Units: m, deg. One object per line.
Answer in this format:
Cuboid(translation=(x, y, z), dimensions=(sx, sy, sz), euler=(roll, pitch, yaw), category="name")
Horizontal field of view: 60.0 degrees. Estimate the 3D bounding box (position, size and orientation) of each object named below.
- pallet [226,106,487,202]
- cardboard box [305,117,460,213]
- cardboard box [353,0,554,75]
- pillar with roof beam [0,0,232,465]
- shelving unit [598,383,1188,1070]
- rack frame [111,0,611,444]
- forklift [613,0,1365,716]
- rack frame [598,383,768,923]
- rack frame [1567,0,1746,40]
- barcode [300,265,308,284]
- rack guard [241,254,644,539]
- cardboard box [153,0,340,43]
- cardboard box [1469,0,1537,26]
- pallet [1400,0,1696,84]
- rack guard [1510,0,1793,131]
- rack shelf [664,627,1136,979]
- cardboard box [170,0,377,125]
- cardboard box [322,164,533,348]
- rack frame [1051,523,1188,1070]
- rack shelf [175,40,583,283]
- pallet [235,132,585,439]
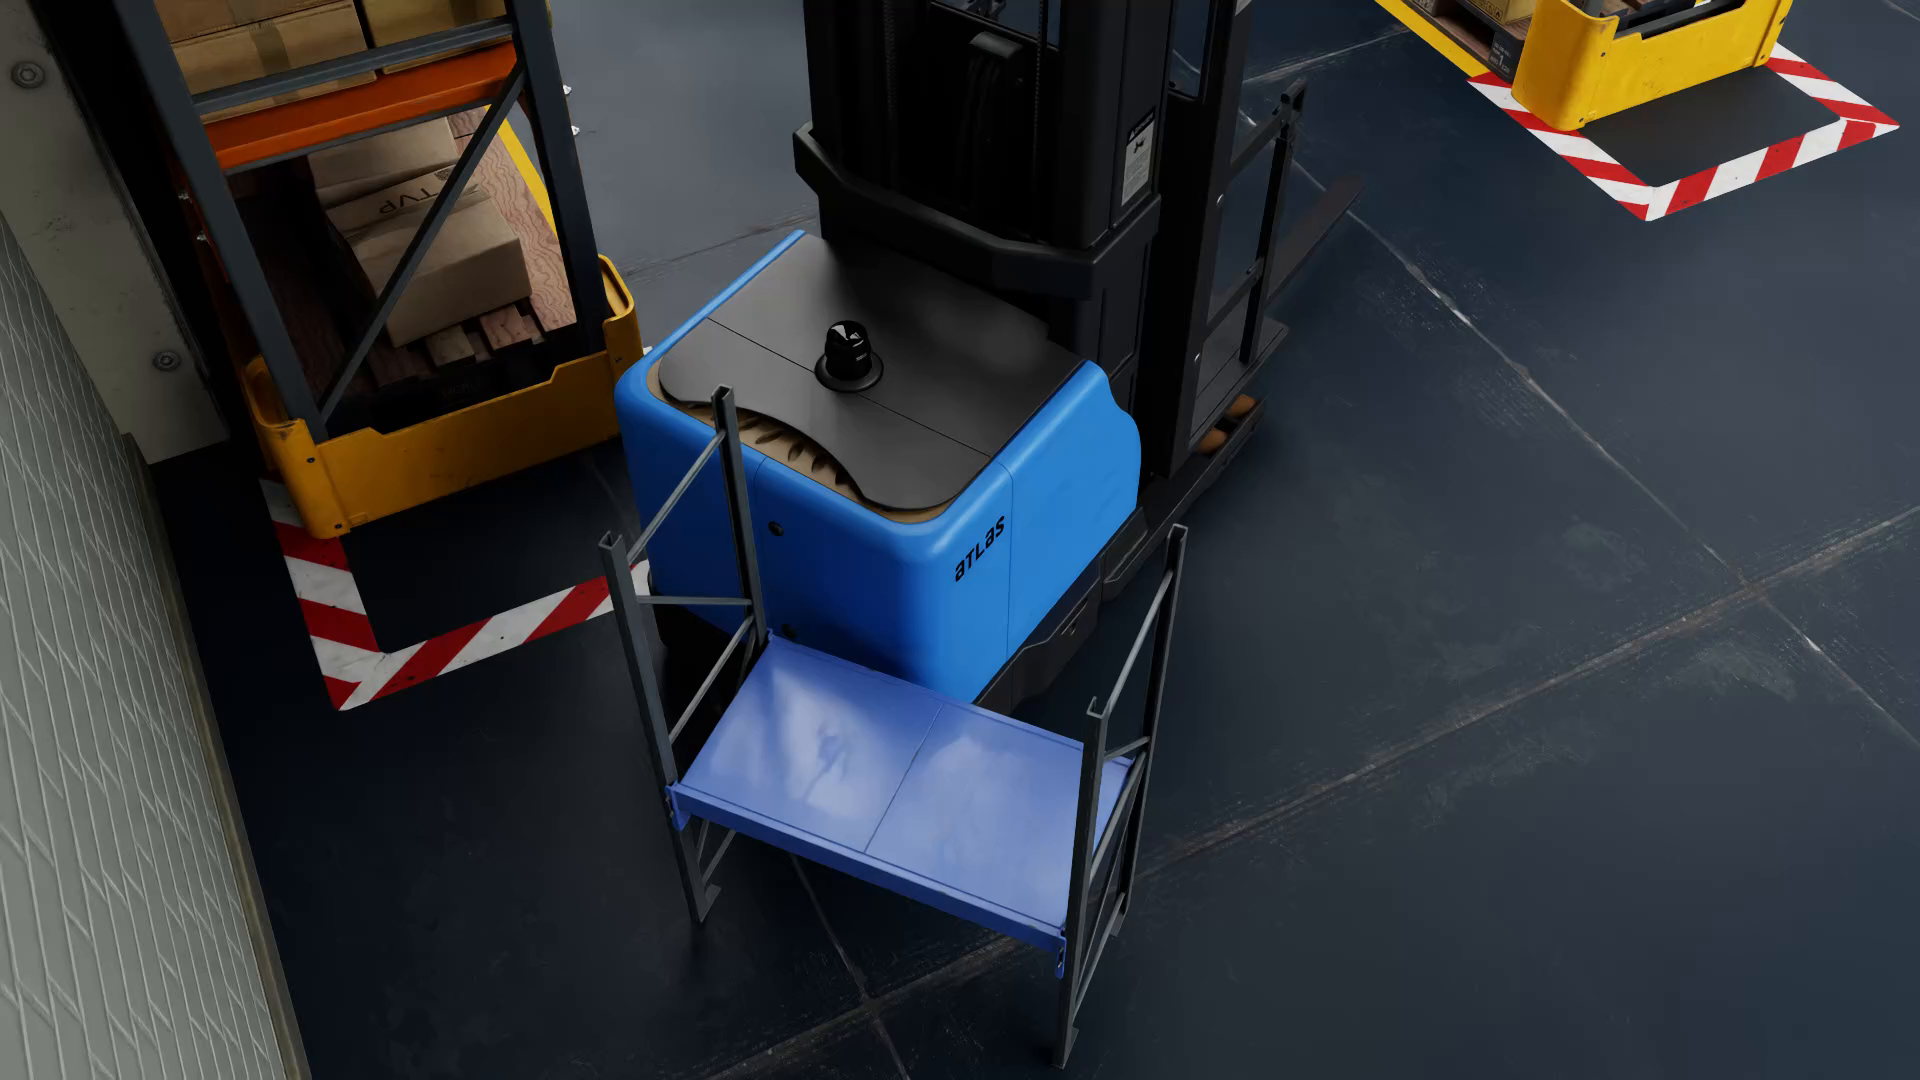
Cuboid(translation=(-2.497, -1.742, 6.633), dimensions=(1.003, 0.211, 1.213), euler=(-21, 52, -18), category="pallet")
Cuboid(translation=(-2.065, -1.373, 5.952), dimensions=(0.500, 0.311, 0.500), euler=(-17, 51, -15), category="cardboard box")
Cuboid(translation=(-1.508, -1.631, 4.770), dimensions=(0.500, 0.250, 0.500), euler=(-23, 53, -19), category="cardboard box")
Cuboid(translation=(1.171, -4.866, 3.528), dimensions=(9.100, 9.000, 0.400), euler=(-21, 52, -18), category="pillar with roof beam")
Cuboid(translation=(-0.129, 0.486, 3.828), dimensions=(1.048, 1.500, 0.538), euler=(18, 51, 15), category="shelving unit")
Cuboid(translation=(-1.567, -1.238, 4.340), dimensions=(1.000, 3.000, 0.127), euler=(-21, 52, -18), category="rack frame")
Cuboid(translation=(0.357, -1.354, 4.487), dimensions=(1.130, 2.935, 3.031), euler=(27, 54, 22), category="forklift")
Cuboid(translation=(-0.596, 0.336, 3.960), dimensions=(0.032, 1.500, 0.500), euler=(18, 51, 15), category="rack frame")
Cuboid(translation=(2.836, -2.946, 5.834), dimensions=(1.000, 3.000, 0.127), euler=(-21, 52, -18), category="rack frame")
Cuboid(translation=(-2.168, -0.869, 5.505), dimensions=(0.001, 0.075, 0.075), euler=(-21, 52, -18), category="barcode")
Cuboid(translation=(-1.602, -0.466, 5.325), dimensions=(1.175, 0.500, 0.348), euler=(-21, 52, -18), category="rack guard")
Cuboid(translation=(-1.972, -1.684, 4.318), dimensions=(0.500, 0.500, 0.500), euler=(-22, 52, -18), category="cardboard box")
Cuboid(translation=(2.327, -2.437, 6.936), dimensions=(0.500, 0.250, 0.500), euler=(-21, 52, -18), category="cardboard box")
Cuboid(translation=(2.448, -2.526, 7.319), dimensions=(1.003, 0.211, 1.213), euler=(-21, 52, -18), category="pallet")
Cuboid(translation=(2.847, -2.107, 6.761), dimensions=(1.175, 0.500, 0.348), euler=(-21, 52, -18), category="rack guard")
Cuboid(translation=(-0.129, 0.605, 3.964), dimensions=(1.000, 0.185, 0.538), euler=(18, 51, 15), category="rack shelf")
Cuboid(translation=(-1.954, -1.441, 4.604), dimensions=(0.500, 0.250, 0.500), euler=(-20, 52, -17), category="cardboard box")
Cuboid(translation=(-1.804, -0.991, 5.618), dimensions=(0.500, 0.311, 0.500), euler=(-27, 54, -21), category="cardboard box")
Cuboid(translation=(0.339, 0.637, 3.696), dimensions=(0.032, 1.500, 0.500), euler=(18, 51, 15), category="rack frame")
Cuboid(translation=(-2.483, -2.339, 5.781), dimensions=(1.077, 0.370, 4.000), euler=(-21, 52, -18), category="rack shelf")
Cuboid(translation=(-1.942, -0.926, 5.920), dimensions=(1.003, 0.211, 1.213), euler=(-21, 52, -18), category="pallet")
